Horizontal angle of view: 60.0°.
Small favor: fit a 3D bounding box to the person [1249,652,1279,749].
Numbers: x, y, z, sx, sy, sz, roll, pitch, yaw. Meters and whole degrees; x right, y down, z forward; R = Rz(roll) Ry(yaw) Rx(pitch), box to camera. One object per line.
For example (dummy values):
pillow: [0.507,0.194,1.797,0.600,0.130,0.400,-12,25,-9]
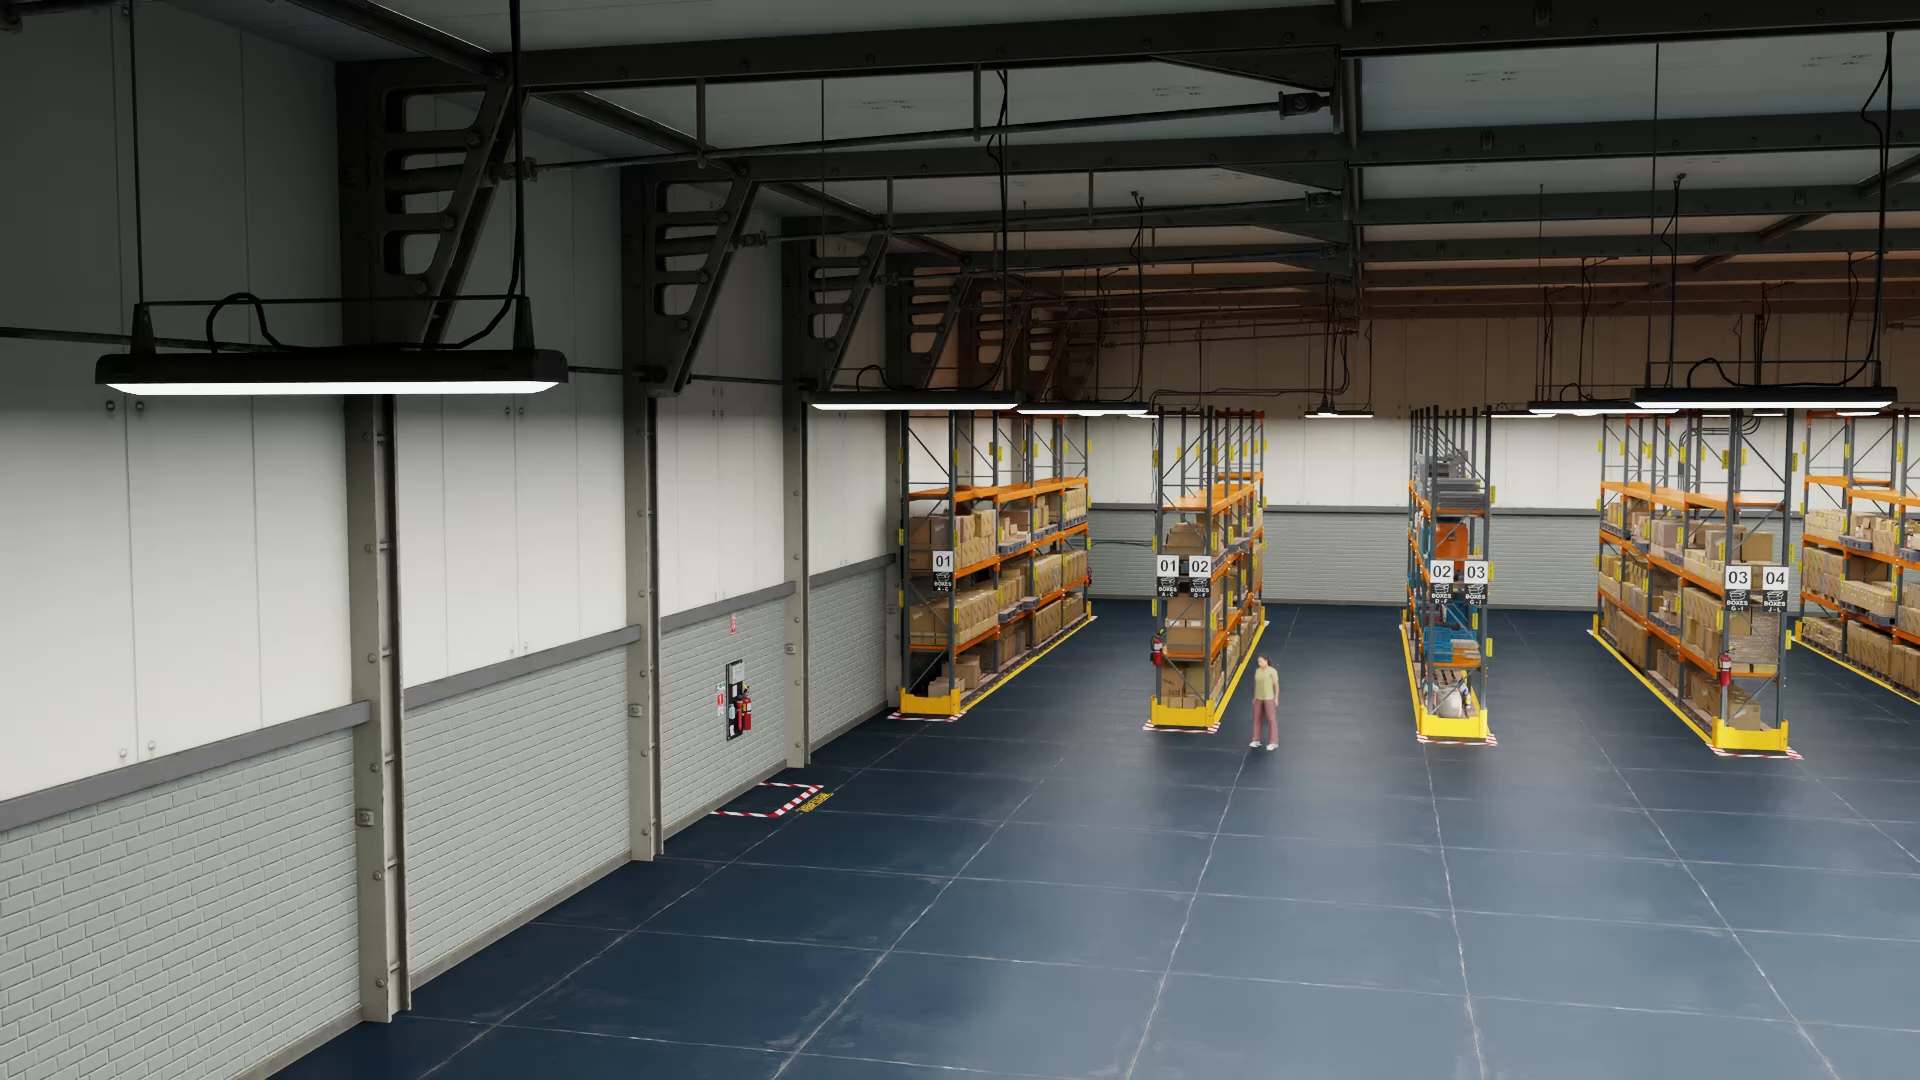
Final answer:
person: [5.306,2.810,29.075,0.528,1.644,0.391,4,5,42]
